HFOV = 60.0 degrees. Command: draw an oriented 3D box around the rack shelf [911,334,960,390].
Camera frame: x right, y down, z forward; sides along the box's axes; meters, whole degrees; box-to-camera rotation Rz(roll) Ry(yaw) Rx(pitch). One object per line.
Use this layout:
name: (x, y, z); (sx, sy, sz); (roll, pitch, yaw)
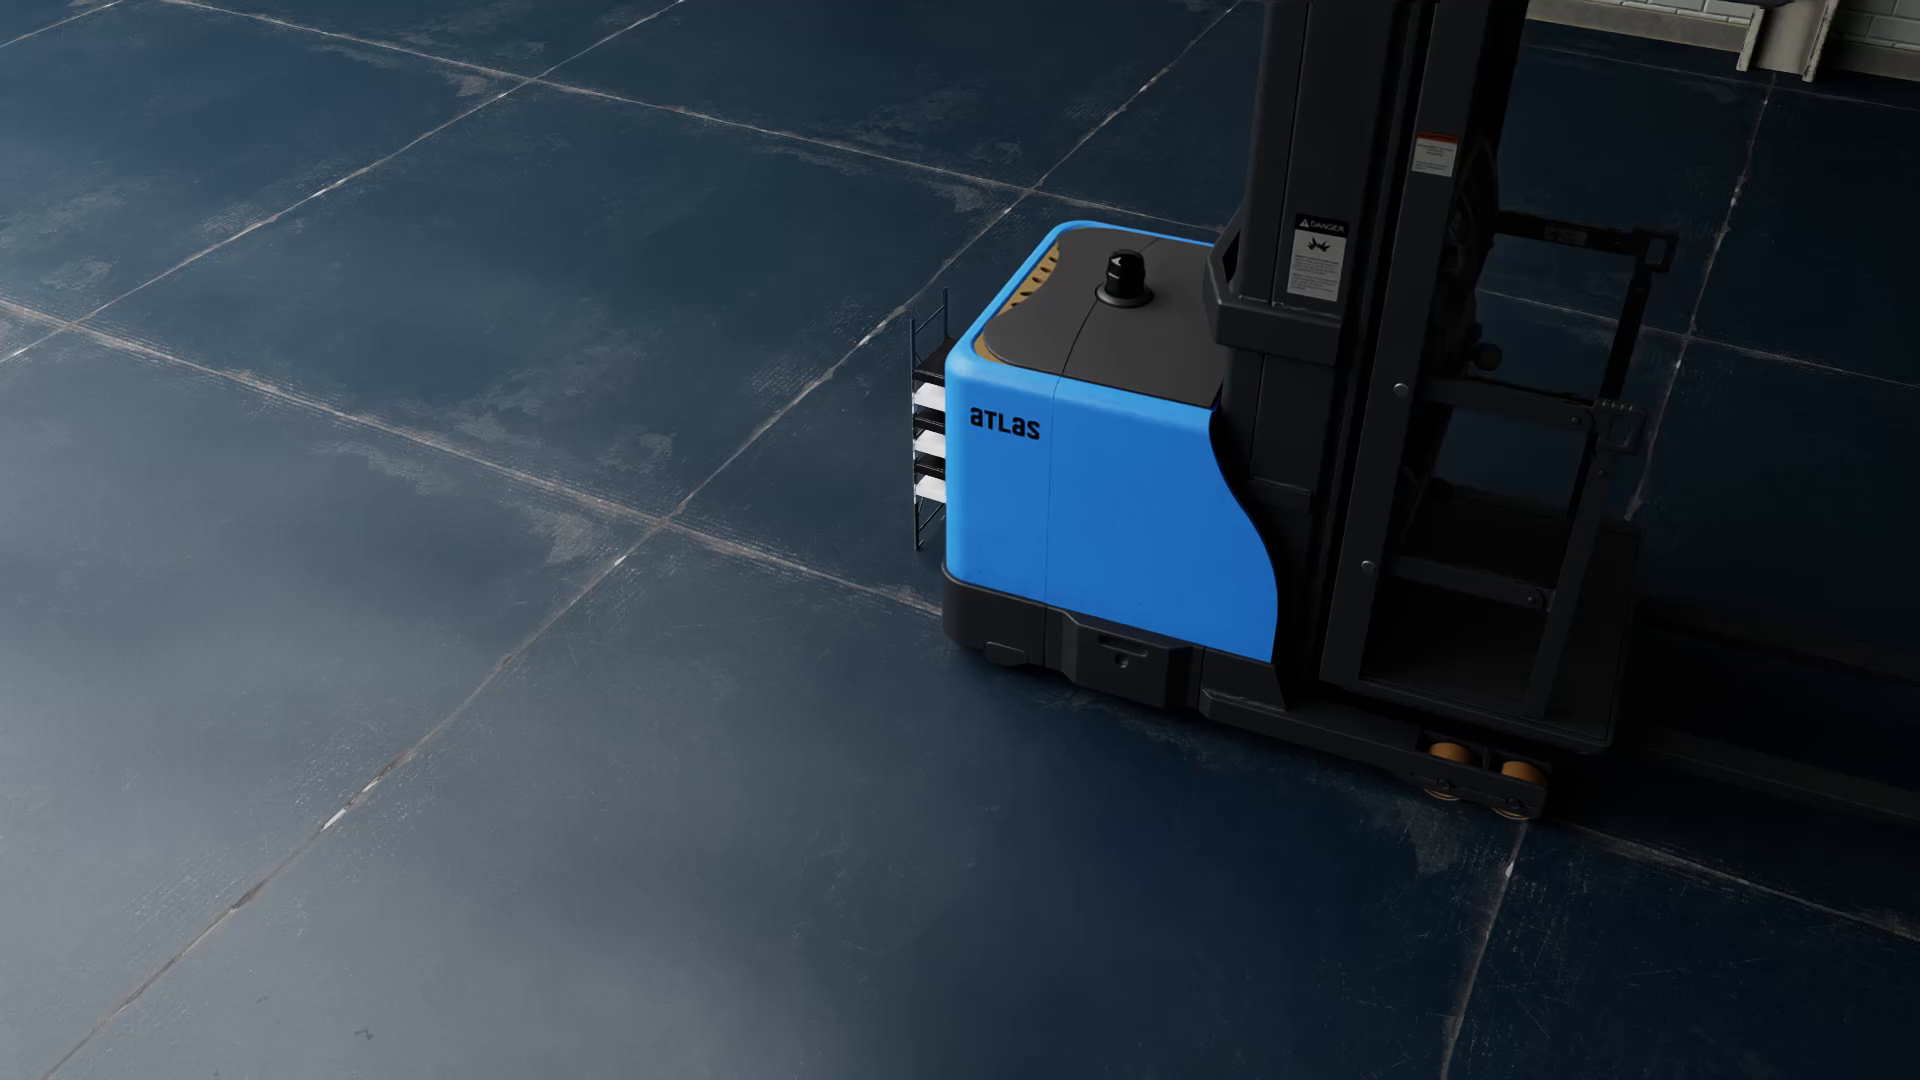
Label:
rack shelf: (-0.007, -0.549, 5.338); (0.200, 0.077, 0.258); (17, 41, 21)

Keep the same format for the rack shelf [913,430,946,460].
rack shelf: (-0.007, -0.334, 5.501); (0.200, 0.077, 0.258); (17, 41, 21)

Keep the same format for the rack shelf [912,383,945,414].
rack shelf: (-0.007, -0.478, 5.392); (0.200, 0.077, 0.258); (17, 41, 21)

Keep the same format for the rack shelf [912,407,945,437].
rack shelf: (-0.007, -0.406, 5.447); (0.200, 0.077, 0.258); (17, 41, 21)

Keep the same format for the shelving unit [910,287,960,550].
shelving unit: (-0.007, -0.361, 5.481); (0.210, 0.900, 0.258); (17, 41, 21)

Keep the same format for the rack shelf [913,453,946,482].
rack shelf: (-0.007, -0.262, 5.555); (0.200, 0.077, 0.258); (17, 41, 21)

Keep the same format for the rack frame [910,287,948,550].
rack frame: (-0.097, -0.389, 5.518); (0.006, 0.900, 0.240); (17, 41, 21)

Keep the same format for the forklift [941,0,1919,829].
forklift: (1.509, -0.742, 4.304); (3.031, 2.935, 1.130); (14, 40, 18)

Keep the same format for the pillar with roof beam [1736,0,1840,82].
pillar with roof beam: (2.545, -3.894, 3.437); (0.400, 9.000, 9.100); (17, 41, 21)

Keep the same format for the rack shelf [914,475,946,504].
rack shelf: (-0.007, -0.191, 5.610); (0.200, 0.077, 0.258); (17, 41, 21)
